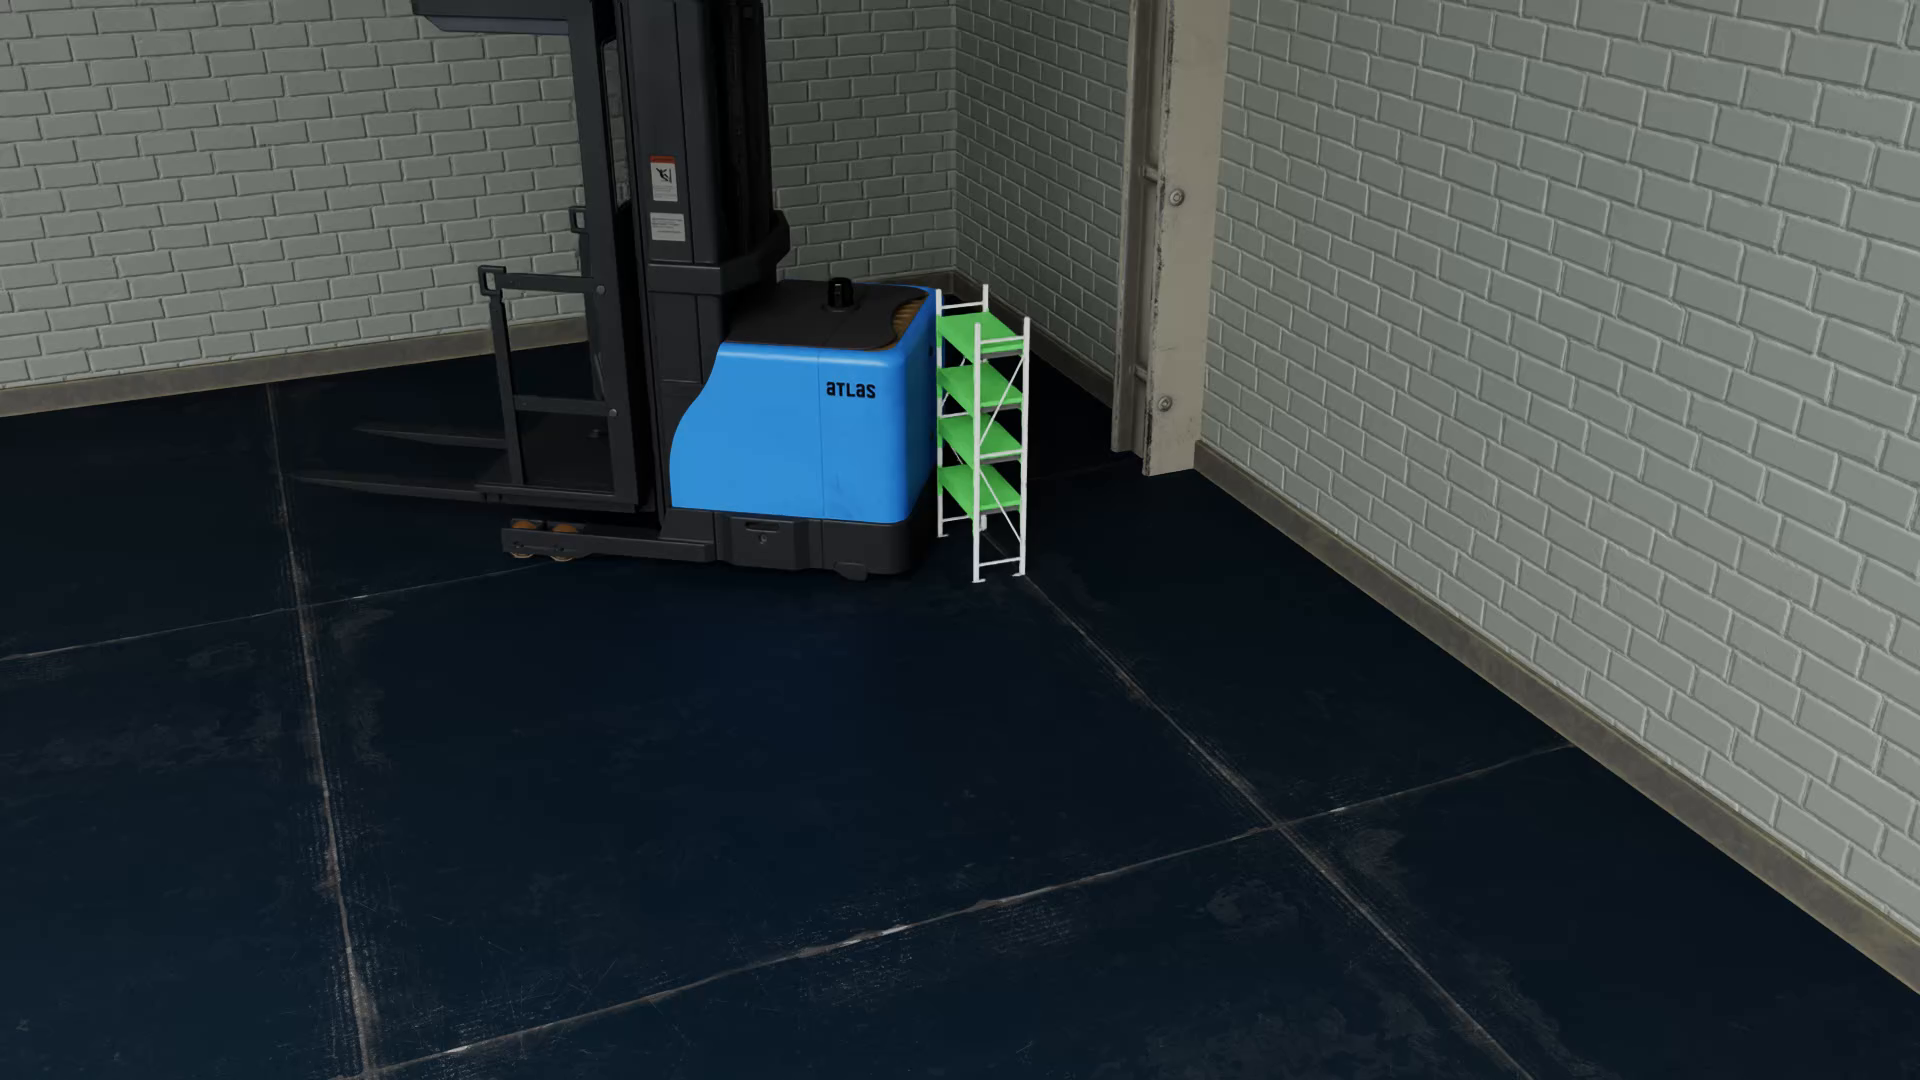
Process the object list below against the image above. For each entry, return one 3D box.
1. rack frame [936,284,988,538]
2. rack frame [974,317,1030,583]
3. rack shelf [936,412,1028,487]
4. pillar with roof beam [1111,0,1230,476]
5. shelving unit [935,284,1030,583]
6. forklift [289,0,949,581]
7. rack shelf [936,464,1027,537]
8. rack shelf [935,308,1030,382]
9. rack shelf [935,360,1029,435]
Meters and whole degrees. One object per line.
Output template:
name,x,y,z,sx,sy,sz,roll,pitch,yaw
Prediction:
rack frame,0.010,-0.570,7.549,0.240,1.200,0.015,-9,27,-18
rack frame,0.175,-0.368,7.136,0.240,1.200,0.015,-9,27,-18
rack shelf,0.093,-0.411,7.371,0.258,0.148,0.480,-9,27,-18
pillar with roof beam,-2.954,-3.732,5.137,9.100,9.000,0.400,-11,28,-21
shelving unit,0.093,-0.469,7.343,0.258,1.200,0.503,-9,27,-18
forklift,-1.623,-1.440,7.358,3.031,2.935,1.130,5,26,9
rack shelf,0.093,-0.196,7.476,0.258,0.148,0.480,-9,27,-18
rack shelf,0.093,-0.843,7.160,0.258,0.148,0.480,-9,27,-18
rack shelf,0.093,-0.627,7.265,0.258,0.148,0.480,-9,27,-18
